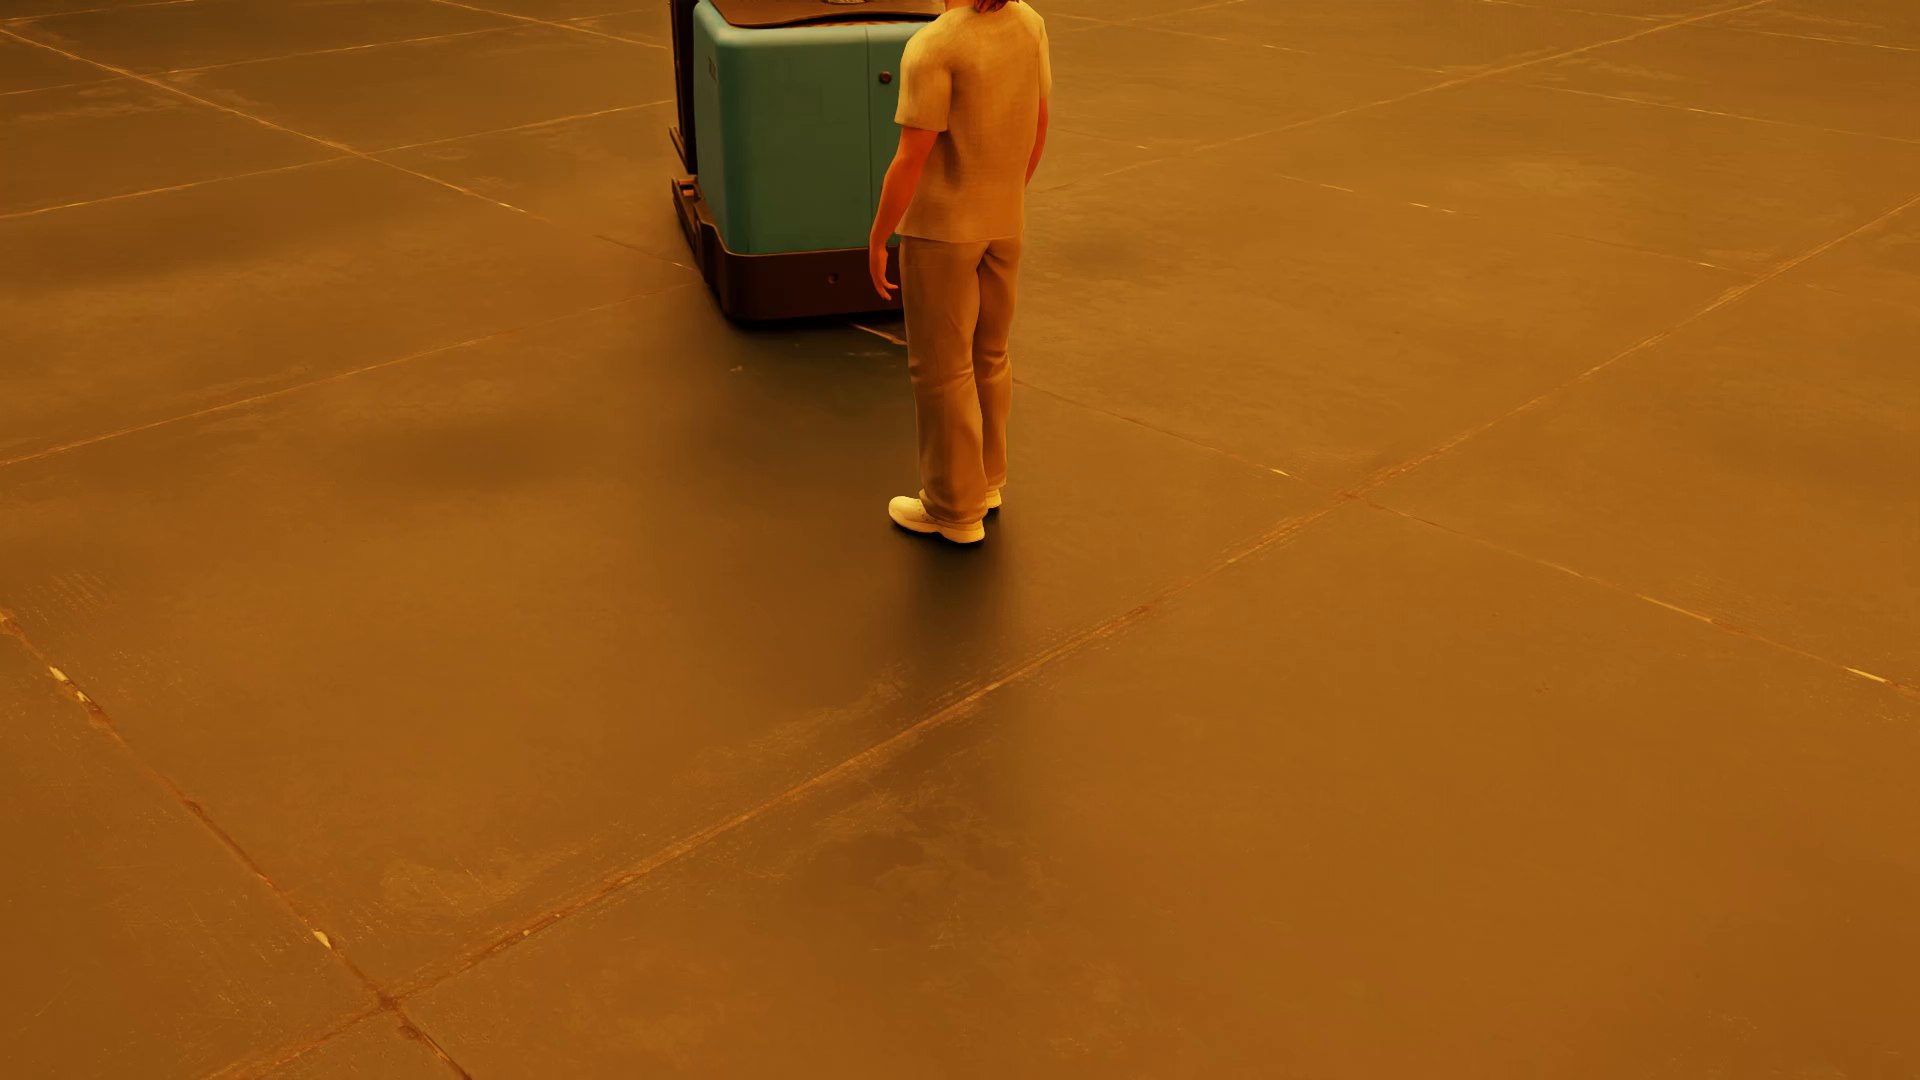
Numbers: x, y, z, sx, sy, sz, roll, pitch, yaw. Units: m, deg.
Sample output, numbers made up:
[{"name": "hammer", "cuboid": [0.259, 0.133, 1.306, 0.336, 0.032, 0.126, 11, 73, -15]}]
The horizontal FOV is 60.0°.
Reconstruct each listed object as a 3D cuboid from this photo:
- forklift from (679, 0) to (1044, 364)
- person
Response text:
[{"name": "forklift", "cuboid": [-0.566, -2.532, 6.377, 1.130, 2.935, 3.031, -6, 27, -13]}, {"name": "person", "cuboid": [-0.041, -0.801, 4.281, 0.527, 1.674, 0.614, -6, 27, -11]}]
